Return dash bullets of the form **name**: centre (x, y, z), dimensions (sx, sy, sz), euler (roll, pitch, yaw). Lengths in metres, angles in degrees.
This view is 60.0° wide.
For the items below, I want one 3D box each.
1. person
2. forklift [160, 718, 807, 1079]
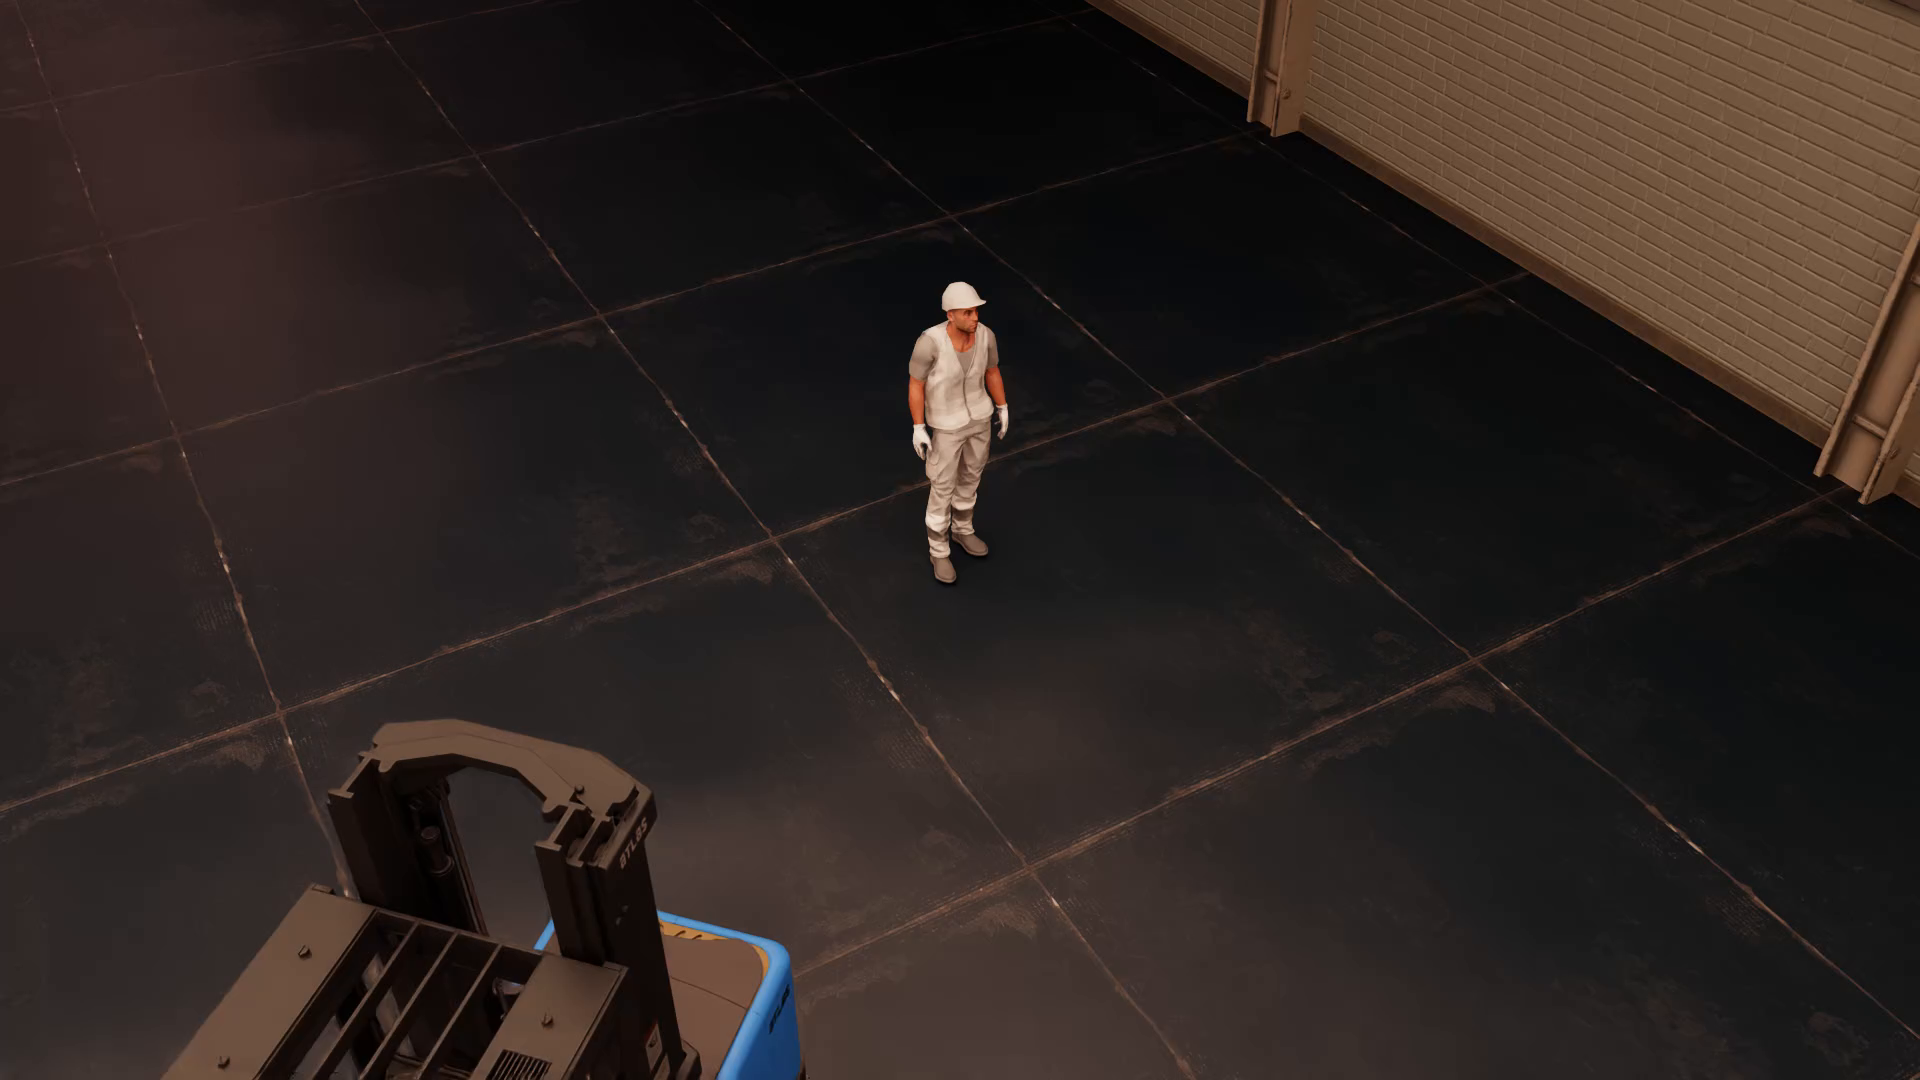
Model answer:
- **person**: centre (0.029, -0.646, 9.698), dimensions (0.637, 1.787, 0.564), euler (-20, 44, -23)
- **forklift**: centre (-1.585, 2.137, 5.459), dimensions (1.130, 2.935, 3.031), euler (11, 41, 13)
